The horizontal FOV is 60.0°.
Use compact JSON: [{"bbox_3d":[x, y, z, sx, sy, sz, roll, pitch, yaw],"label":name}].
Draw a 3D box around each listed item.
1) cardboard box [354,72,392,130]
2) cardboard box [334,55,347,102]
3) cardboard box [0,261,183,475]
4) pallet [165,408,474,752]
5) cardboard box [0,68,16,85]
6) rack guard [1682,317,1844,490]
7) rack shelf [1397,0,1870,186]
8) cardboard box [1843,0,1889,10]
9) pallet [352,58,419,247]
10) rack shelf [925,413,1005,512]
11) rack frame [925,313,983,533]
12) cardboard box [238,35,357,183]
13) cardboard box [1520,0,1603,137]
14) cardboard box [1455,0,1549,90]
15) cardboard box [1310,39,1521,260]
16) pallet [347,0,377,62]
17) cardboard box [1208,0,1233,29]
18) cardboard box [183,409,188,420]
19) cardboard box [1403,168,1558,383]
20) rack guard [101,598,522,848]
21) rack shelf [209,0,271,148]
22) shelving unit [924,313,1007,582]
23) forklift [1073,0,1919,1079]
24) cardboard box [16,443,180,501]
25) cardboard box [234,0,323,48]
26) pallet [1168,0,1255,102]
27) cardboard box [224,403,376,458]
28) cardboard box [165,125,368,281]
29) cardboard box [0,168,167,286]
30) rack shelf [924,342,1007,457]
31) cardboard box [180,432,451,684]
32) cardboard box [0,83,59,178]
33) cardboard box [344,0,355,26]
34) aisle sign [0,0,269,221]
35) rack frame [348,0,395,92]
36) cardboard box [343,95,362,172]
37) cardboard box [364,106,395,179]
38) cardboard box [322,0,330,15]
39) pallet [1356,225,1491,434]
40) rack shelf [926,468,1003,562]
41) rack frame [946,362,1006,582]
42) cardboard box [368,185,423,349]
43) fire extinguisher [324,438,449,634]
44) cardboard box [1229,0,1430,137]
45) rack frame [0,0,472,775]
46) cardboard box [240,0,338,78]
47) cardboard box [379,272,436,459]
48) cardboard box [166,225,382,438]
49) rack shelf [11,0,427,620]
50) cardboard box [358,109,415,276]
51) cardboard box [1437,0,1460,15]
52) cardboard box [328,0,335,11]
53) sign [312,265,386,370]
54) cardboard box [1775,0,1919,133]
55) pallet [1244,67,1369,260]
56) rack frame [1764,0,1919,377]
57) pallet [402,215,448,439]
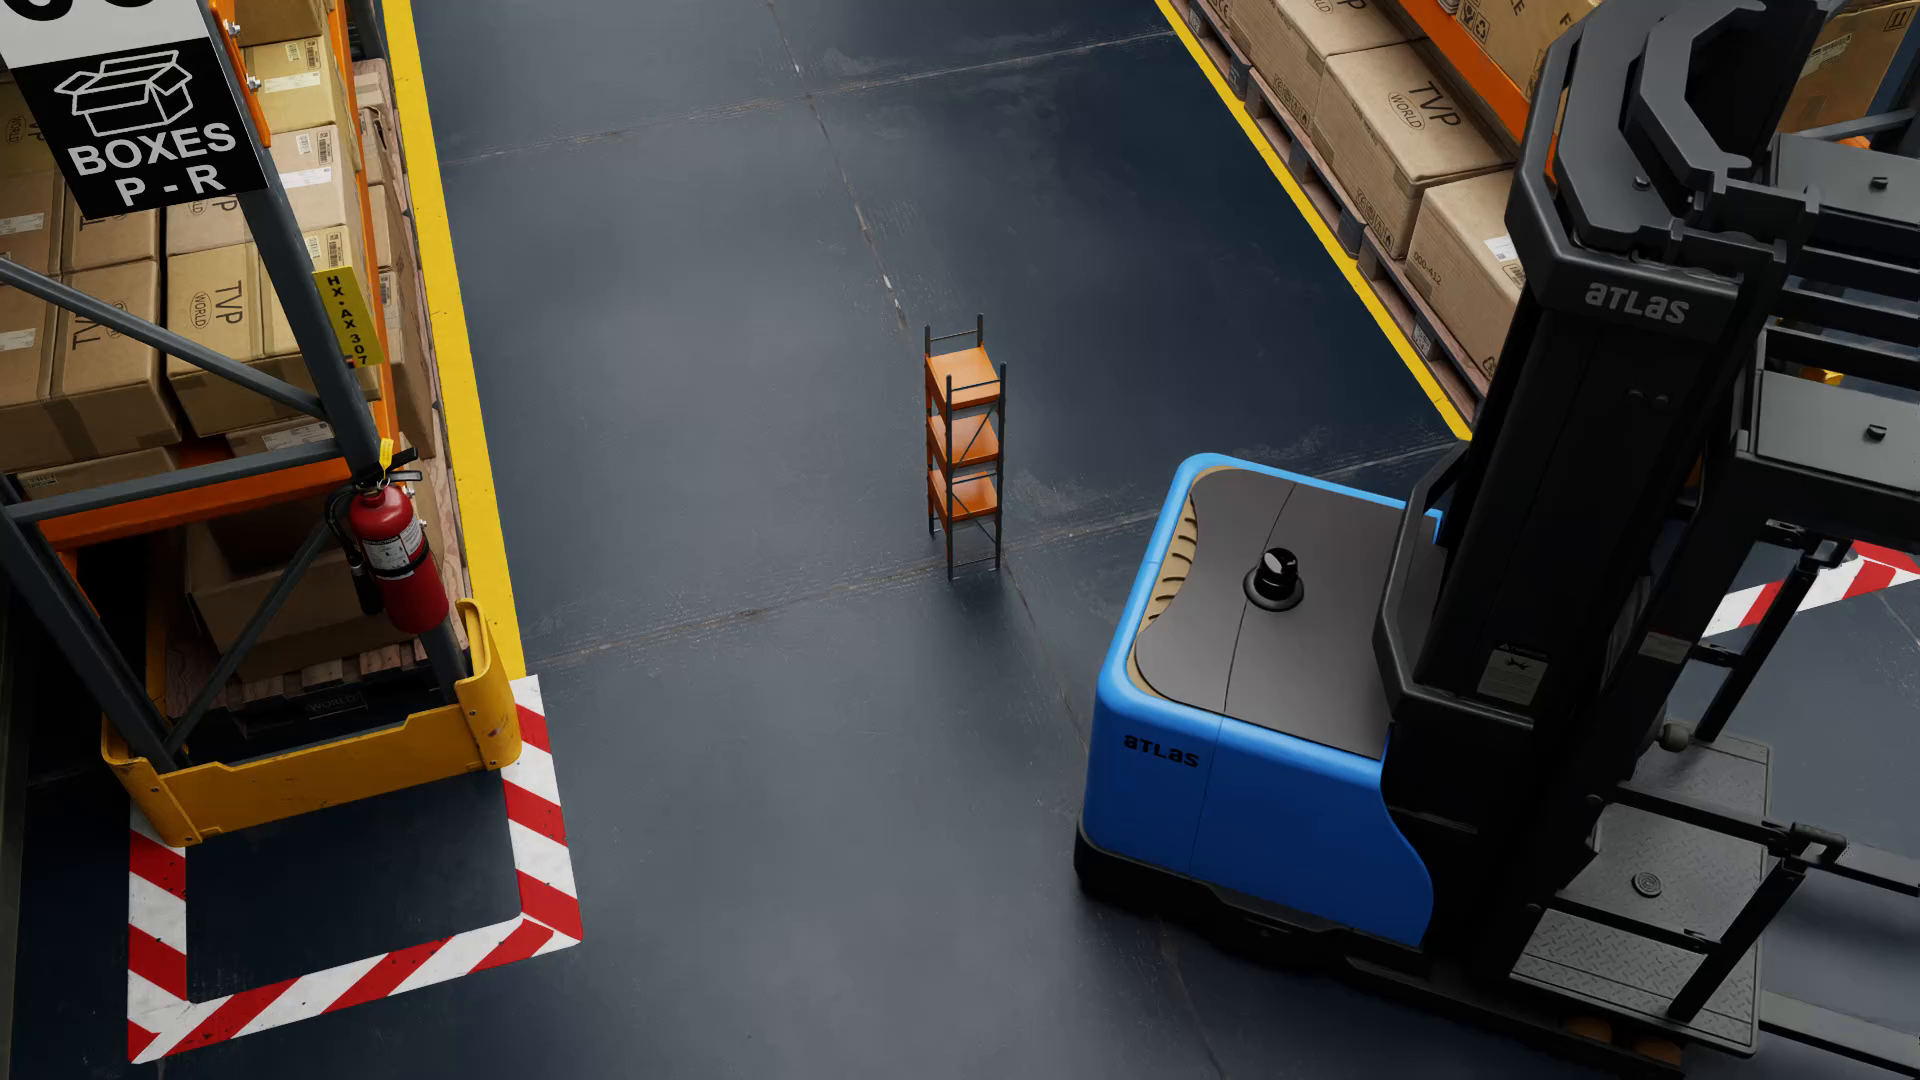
[{"bbox_3d":[-2.796,-1.953,7.524,0.380,0.149,0.250,-15,51,-12],"label":"cardboard box"},{"bbox_3d":[-2.325,-1.516,5.731,0.380,0.149,0.250,-12,51,-10],"label":"cardboard box"},{"bbox_3d":[-2.448,-0.479,4.595,0.500,0.250,0.500,-12,51,-10],"label":"cardboard box"},{"bbox_3d":[-2.318,0.106,6.023,1.003,0.211,1.213,-13,51,-11],"label":"pallet"},{"bbox_3d":[-2.896,-1.600,5.541,0.500,0.250,0.500,-13,51,-11],"label":"cardboard box"},{"bbox_3d":[2.689,-0.457,6.308,1.175,0.500,0.348,-13,51,-11],"label":"rack guard"},{"bbox_3d":[2.091,-2.509,6.874,1.077,0.370,4.000,-13,51,-11],"label":"rack shelf"},{"bbox_3d":[2.812,-2.050,5.297,0.500,0.500,0.500,-14,51,-12],"label":"cardboard box"},{"bbox_3d":[-3.039,-1.676,7.525,1.003,0.211,1.213,-13,51,-11],"label":"pallet"},{"bbox_3d":[0.016,-0.292,5.824,0.215,0.259,0.240,-13,51,-11],"label":"rack shelf"},{"bbox_3d":[-0.020,-0.388,5.891,0.200,1.050,0.008,-13,51,-11],"label":"rack frame"},{"bbox_3d":[-2.238,-1.333,5.315,0.500,0.250,0.500,-14,51,-12],"label":"cardboard box"},{"bbox_3d":[2.287,-1.605,5.576,0.500,0.500,0.500,-13,51,-11],"label":"cardboard box"},{"bbox_3d":[2.152,-1.975,5.888,0.500,0.500,0.500,-14,51,-12],"label":"cardboard box"},{"bbox_3d":[2.113,-1.716,7.136,0.875,0.438,0.875,-12,51,-10],"label":"cardboard box"},{"bbox_3d":[-3.518,-2.764,8.442,1.003,0.211,1.213,-13,51,-11],"label":"pallet"},{"bbox_3d":[1.582,-3.029,8.242,0.875,0.438,0.875,-14,51,-12],"label":"cardboard box"},{"bbox_3d":[-2.429,-0.455,4.836,0.380,0.149,0.250,-12,51,-10],"label":"cardboard box"},{"bbox_3d":[2.391,-1.049,6.574,0.875,0.438,0.875,-15,51,-12],"label":"cardboard box"},{"bbox_3d":[-2.081,0.595,5.422,1.175,0.500,0.348,-13,51,-11],"label":"rack guard"},{"bbox_3d":[-2.650,-2.351,4.779,1.077,0.370,4.000,-13,51,-11],"label":"rack shelf"},{"bbox_3d":[0.016,-0.299,5.816,0.215,1.050,0.252,-13,51,-11],"label":"shelving unit"},{"bbox_3d":[1.934,0.195,4.169,3.031,2.935,1.130,16,52,13],"label":"forklift"},{"bbox_3d":[-2.413,-0.256,4.668,0.380,0.149,0.250,-14,51,-11],"label":"cardboard box"},{"bbox_3d":[-2.379,-1.932,5.330,0.500,0.500,0.500,-12,51,-10],"label":"cardboard box"},{"bbox_3d":[1.649,-2.730,8.413,1.003,0.211,1.213,-13,51,-11],"label":"pallet"},{"bbox_3d":[-1.894,-0.377,4.770,0.380,0.149,0.250,-14,51,-11],"label":"cardboard box"},{"bbox_3d":[-2.085,-0.963,5.004,0.500,0.250,0.500,-13,51,-11],"label":"cardboard box"},{"bbox_3d":[-2.599,-0.856,4.913,0.500,0.250,0.500,-13,51,-11],"label":"cardboard box"},{"bbox_3d":[0.016,-0.475,5.607,0.215,0.259,0.240,-13,51,-11],"label":"rack shelf"},{"bbox_3d":[-2.149,0.046,5.608,0.797,0.503,0.637,-15,52,-12],"label":"cardboard box"},{"bbox_3d":[-2.741,-1.218,5.219,0.500,0.250,0.500,-12,51,-10],"label":"cardboard box"},{"bbox_3d":[-3.170,-2.811,8.018,0.500,0.500,0.500,-11,51,-9],"label":"cardboard box"},{"bbox_3d":[-1.758,-1.010,3.439,0.394,0.787,0.004,-13,51,-11],"label":"aisle sign"},{"bbox_3d":[-3.241,-3.077,6.882,1.000,3.000,0.127,-13,51,-11],"label":"rack frame"},{"bbox_3d":[-2.227,-1.329,5.573,0.380,0.149,0.250,-15,51,-12],"label":"cardboard box"},{"bbox_3d":[-2.691,-1.730,7.260,0.396,0.266,0.258,-12,51,-10],"label":"cardboard box"},{"bbox_3d":[-2.561,-2.078,5.943,0.500,0.250,0.500,-14,51,-11],"label":"cardboard box"},{"bbox_3d":[2.371,-0.948,6.911,1.003,0.211,1.213,-13,51,-11],"label":"pallet"},{"bbox_3d":[0.016,-0.113,6.036,0.215,0.259,0.240,-13,51,-11],"label":"rack shelf"},{"bbox_3d":[0.052,-0.210,5.741,0.200,1.050,0.008,-13,51,-11],"label":"rack frame"},{"bbox_3d":[-2.425,-0.995,6.487,0.500,0.500,0.500,-12,51,-10],"label":"cardboard box"},{"bbox_3d":[-1.574,-0.007,4.589,0.296,0.674,0.183,-13,51,-11],"label":"fire extinguisher"},{"bbox_3d":[1.848,-2.375,7.691,0.875,0.438,0.875,-15,51,-12],"label":"cardboard box"},{"bbox_3d":[-2.059,-0.155,4.419,1.000,3.000,0.127,-13,51,-11],"label":"rack frame"},{"bbox_3d":[-2.409,-1.702,5.626,0.500,0.250,0.500,-15,51,-12],"label":"cardboard box"},{"bbox_3d":[-2.365,-0.586,6.143,0.700,0.500,0.500,-11,51,-9],"label":"cardboard box"},{"bbox_3d":[-1.935,-0.595,4.693,0.500,0.250,0.500,-13,51,-11],"label":"cardboard box"},{"bbox_3d":[-2.650,-1.384,5.926,1.077,0.370,4.000,-13,51,-11],"label":"rack shelf"},{"bbox_3d":[-2.672,-1.345,6.782,0.700,0.500,0.500,-15,52,-12],"label":"cardboard box"},{"bbox_3d":[1.991,-2.349,6.203,0.500,0.500,0.500,-12,51,-10],"label":"cardboard box"},{"bbox_3d":[-2.554,-2.073,6.200,0.380,0.149,0.250,-14,51,-12],"label":"cardboard box"},{"bbox_3d":[-1.540,-0.557,4.192,0.100,0.325,0.005,-13,51,-11],"label":"sign"},{"bbox_3d":[2.814,-1.728,5.680,0.500,0.500,0.500,-14,51,-11],"label":"cardboard box"},{"bbox_3d":[2.014,-1.837,7.661,1.003,0.211,1.213,-13,51,-11],"label":"pallet"},{"bbox_3d":[2.682,-1.280,5.368,1.000,3.000,0.127,-13,51,-11],"label":"rack frame"},{"bbox_3d":[-2.675,-0.784,6.773,1.003,0.211,1.213,-13,51,-11],"label":"pallet"}]
